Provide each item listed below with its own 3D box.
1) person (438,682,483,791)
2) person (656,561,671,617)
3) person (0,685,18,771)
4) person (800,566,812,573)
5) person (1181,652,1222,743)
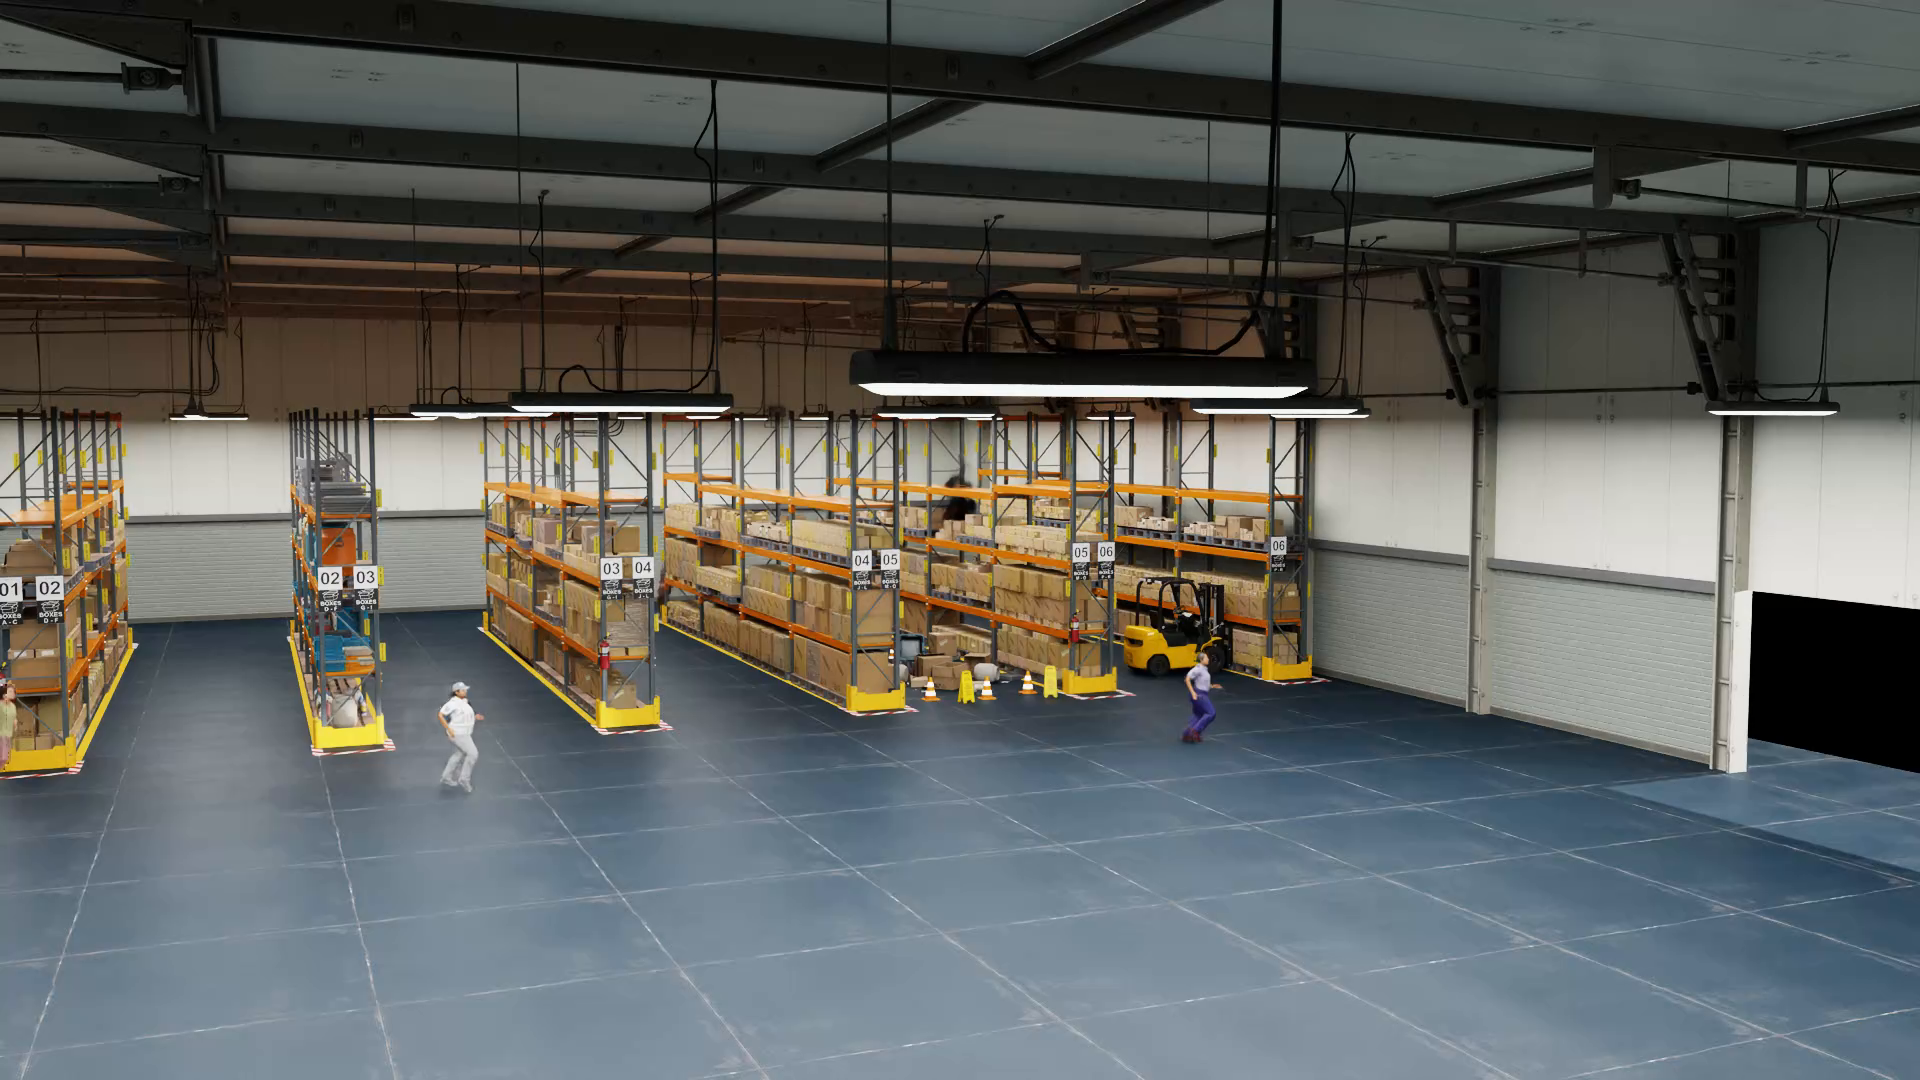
[{"bbox_3d":[-7.808,3.079,26.010,0.719,1.712,0.577,0,4,-1],"label":"person"},{"bbox_3d":[-8.668,1.425,49.146,0.665,1.717,0.774,-2,4,-25],"label":"person"},{"bbox_3d":[-15.103,3.089,26.185,0.527,1.575,0.642,1,4,12],"label":"person"},{"bbox_3d":[-4.738,1.289,50.997,0.604,1.743,0.711,-2,4,-21],"label":"person"},{"bbox_3d":[4.329,2.819,29.794,0.721,1.614,0.576,1,4,15],"label":"person"}]
